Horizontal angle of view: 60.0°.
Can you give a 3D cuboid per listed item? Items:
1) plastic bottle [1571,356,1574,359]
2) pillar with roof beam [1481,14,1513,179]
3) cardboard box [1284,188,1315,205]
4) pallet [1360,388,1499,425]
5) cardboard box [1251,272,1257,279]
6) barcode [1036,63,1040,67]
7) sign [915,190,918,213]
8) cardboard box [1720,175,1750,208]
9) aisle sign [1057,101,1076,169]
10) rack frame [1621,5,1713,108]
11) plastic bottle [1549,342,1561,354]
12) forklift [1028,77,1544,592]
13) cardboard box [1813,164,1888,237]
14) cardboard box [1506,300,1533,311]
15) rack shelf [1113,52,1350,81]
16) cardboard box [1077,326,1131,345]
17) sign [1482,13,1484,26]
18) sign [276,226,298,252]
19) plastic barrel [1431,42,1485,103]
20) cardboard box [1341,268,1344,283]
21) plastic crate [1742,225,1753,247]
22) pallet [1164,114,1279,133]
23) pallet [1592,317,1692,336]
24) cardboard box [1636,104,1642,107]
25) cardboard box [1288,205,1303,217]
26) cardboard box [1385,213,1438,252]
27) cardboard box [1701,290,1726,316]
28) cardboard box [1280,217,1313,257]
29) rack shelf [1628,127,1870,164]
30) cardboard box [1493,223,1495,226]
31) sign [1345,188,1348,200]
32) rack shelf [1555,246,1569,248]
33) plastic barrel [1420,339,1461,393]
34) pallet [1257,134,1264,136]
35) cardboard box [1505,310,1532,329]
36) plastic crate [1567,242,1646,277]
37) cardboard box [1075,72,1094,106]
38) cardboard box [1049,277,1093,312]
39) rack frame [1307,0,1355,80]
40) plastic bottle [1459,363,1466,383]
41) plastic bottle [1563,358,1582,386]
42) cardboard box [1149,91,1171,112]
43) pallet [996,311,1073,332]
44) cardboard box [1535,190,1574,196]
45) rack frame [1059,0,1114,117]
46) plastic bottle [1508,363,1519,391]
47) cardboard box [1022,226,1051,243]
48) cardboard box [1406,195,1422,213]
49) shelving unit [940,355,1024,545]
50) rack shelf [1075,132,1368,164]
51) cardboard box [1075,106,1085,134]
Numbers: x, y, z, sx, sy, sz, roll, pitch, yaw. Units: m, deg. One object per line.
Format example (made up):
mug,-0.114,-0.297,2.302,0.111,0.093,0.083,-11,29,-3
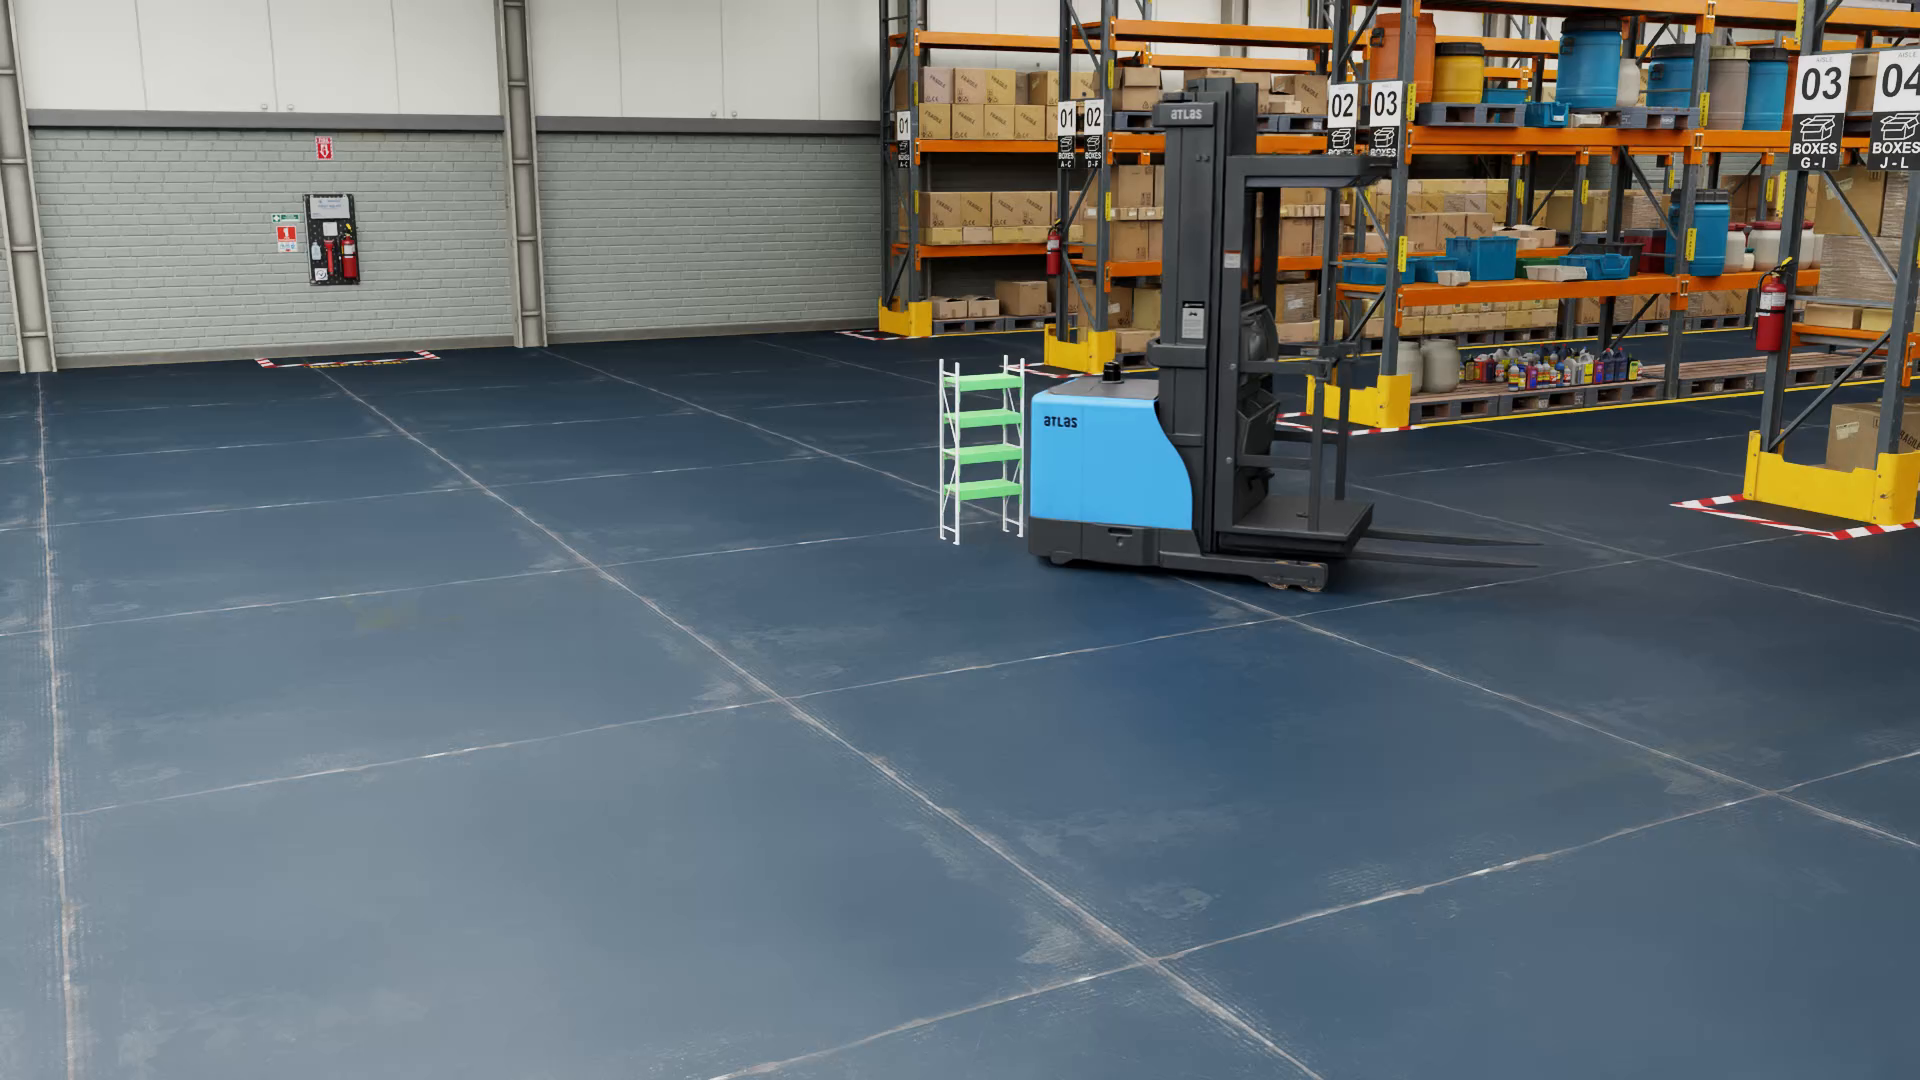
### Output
plastic bottle,6.420,-1.785,17.392,0.133,0.283,0.061,-7,14,-28
pillar with roof beam,11.908,-8.144,26.801,0.400,9.000,9.100,-7,14,-28
cardboard box,4.171,-4.591,21.494,0.500,0.500,0.700,-7,14,-28
pallet,4.619,-1.376,16.742,1.213,0.211,1.003,-7,14,-28
cardboard box,4.597,-4.205,27.655,0.500,0.500,0.700,-7,14,-28
barcode,1.198,-7.292,25.519,0.075,0.075,0.001,-7,14,-28
sign,-0.627,-4.862,23.909,0.005,0.325,0.100,-7,14,-28
cardboard box,12.342,-5.492,26.175,0.500,0.500,0.500,-7,14,-28
aisle sign,1.291,-4.908,20.164,0.004,0.787,0.394,-7,14,-28
rack frame,7.371,-5.982,17.196,0.127,3.000,1.000,-7,14,-28
plastic bottle,6.463,-1.973,18.075,0.185,0.351,0.144,-6,14,-26
forklift,1.995,-1.256,10.012,3.031,2.935,1.130,5,14,21
cardboard box,6.597,-2.467,12.059,0.500,0.500,0.500,-7,14,-28
cardboard box,7.717,-3.410,23.458,0.500,0.311,0.500,-7,14,-29
rack shelf,4.379,-7.556,26.737,4.000,0.370,1.077,-7,14,-28
cardboard box,1.819,-2.567,20.988,0.500,0.250,0.500,-7,14,-28
sign,9.401,-9.376,29.786,0.005,0.325,0.100,-7,14,-28
sign,-8.676,-3.880,21.435,0.234,0.329,0.001,-7,14,-28
plastic barrel,4.799,-4.539,16.230,0.600,0.588,0.600,0,13,0
cardboard box,6.843,-4.594,28.629,0.750,0.750,0.750,-7,14,-29
plastic crate,9.317,-3.397,19.224,0.583,0.464,0.402,-7,14,-28
pallet,3.195,-5.209,20.791,1.213,0.211,1.003,-7,14,-28
pallet,10.254,-3.270,25.157,1.213,0.211,1.003,-7,14,-28
cardboard box,9.326,-6.050,24.099,0.500,0.500,0.910,-7,14,-28
cardboard box,4.188,-4.224,21.343,0.250,0.149,0.380,-7,14,-28
cardboard box,6.145,-4.192,22.678,0.500,0.500,0.500,-6,14,-24
cardboard box,11.289,-3.690,25.364,0.500,0.500,0.500,-7,14,-28
cardboard box,4.154,-3.955,21.622,0.500,0.500,0.700,-7,14,-28
rack shelf,9.126,-4.378,18.539,4.000,0.370,1.077,-7,14,-28
cardboard box,9.274,-5.572,29.565,0.250,0.149,0.380,-7,14,-27
sign,6.403,-5.808,27.629,0.005,0.325,0.100,-7,14,-28
rack shelf,10.267,-4.291,24.982,4.000,0.370,1.077,-7,14,-28
plastic barrel,4.841,-1.763,16.819,0.421,0.512,0.421,0,13,0
pallet,4.125,-6.491,26.714,1.003,0.211,1.213,-7,14,-28
cardboard box,7.716,-3.138,23.525,0.500,0.250,0.500,-7,14,-29
plastic crate,6.850,-2.995,17.726,0.504,0.338,0.767,-7,14,-28
cardboard box,1.835,-6.810,25.153,0.500,0.500,0.500,-6,14,-25
cardboard box,1.732,-3.843,26.045,0.500,0.500,0.500,-8,15,-32
rack frame,6.135,-8.312,27.549,0.127,3.000,1.000,-7,14,-28
plastic bottle,5.262,-1.762,17.478,0.097,0.201,0.097,0,13,0
plastic bottle,6.347,-1.748,17.244,0.135,0.276,0.152,-7,14,-27
cardboard box,2.374,-5.425,20.618,0.500,0.250,0.500,-7,14,-28
pallet,0.979,-3.398,25.726,1.213,0.211,1.003,-7,14,-28
cardboard box,10.773,-6.082,30.621,0.700,0.700,0.980,-7,15,-29
rack frame,1.490,-6.517,19.569,0.127,3.000,1.000,-7,14,-28
plastic bottle,5.600,-1.649,16.817,0.097,0.271,0.097,0,13,0
cardboard box,1.037,-4.633,25.161,0.500,0.250,0.500,-7,14,-27
cardboard box,7.584,-5.696,28.638,0.500,0.500,0.500,-7,14,-28
shelving unit,0.145,-0.603,11.055,0.503,1.200,0.258,-7,14,-28
rack shelf,3.245,-4.913,20.913,4.000,0.370,1.077,-7,14,-28
cardboard box,1.849,-6.335,25.322,0.500,0.500,0.500,-8,15,-33
